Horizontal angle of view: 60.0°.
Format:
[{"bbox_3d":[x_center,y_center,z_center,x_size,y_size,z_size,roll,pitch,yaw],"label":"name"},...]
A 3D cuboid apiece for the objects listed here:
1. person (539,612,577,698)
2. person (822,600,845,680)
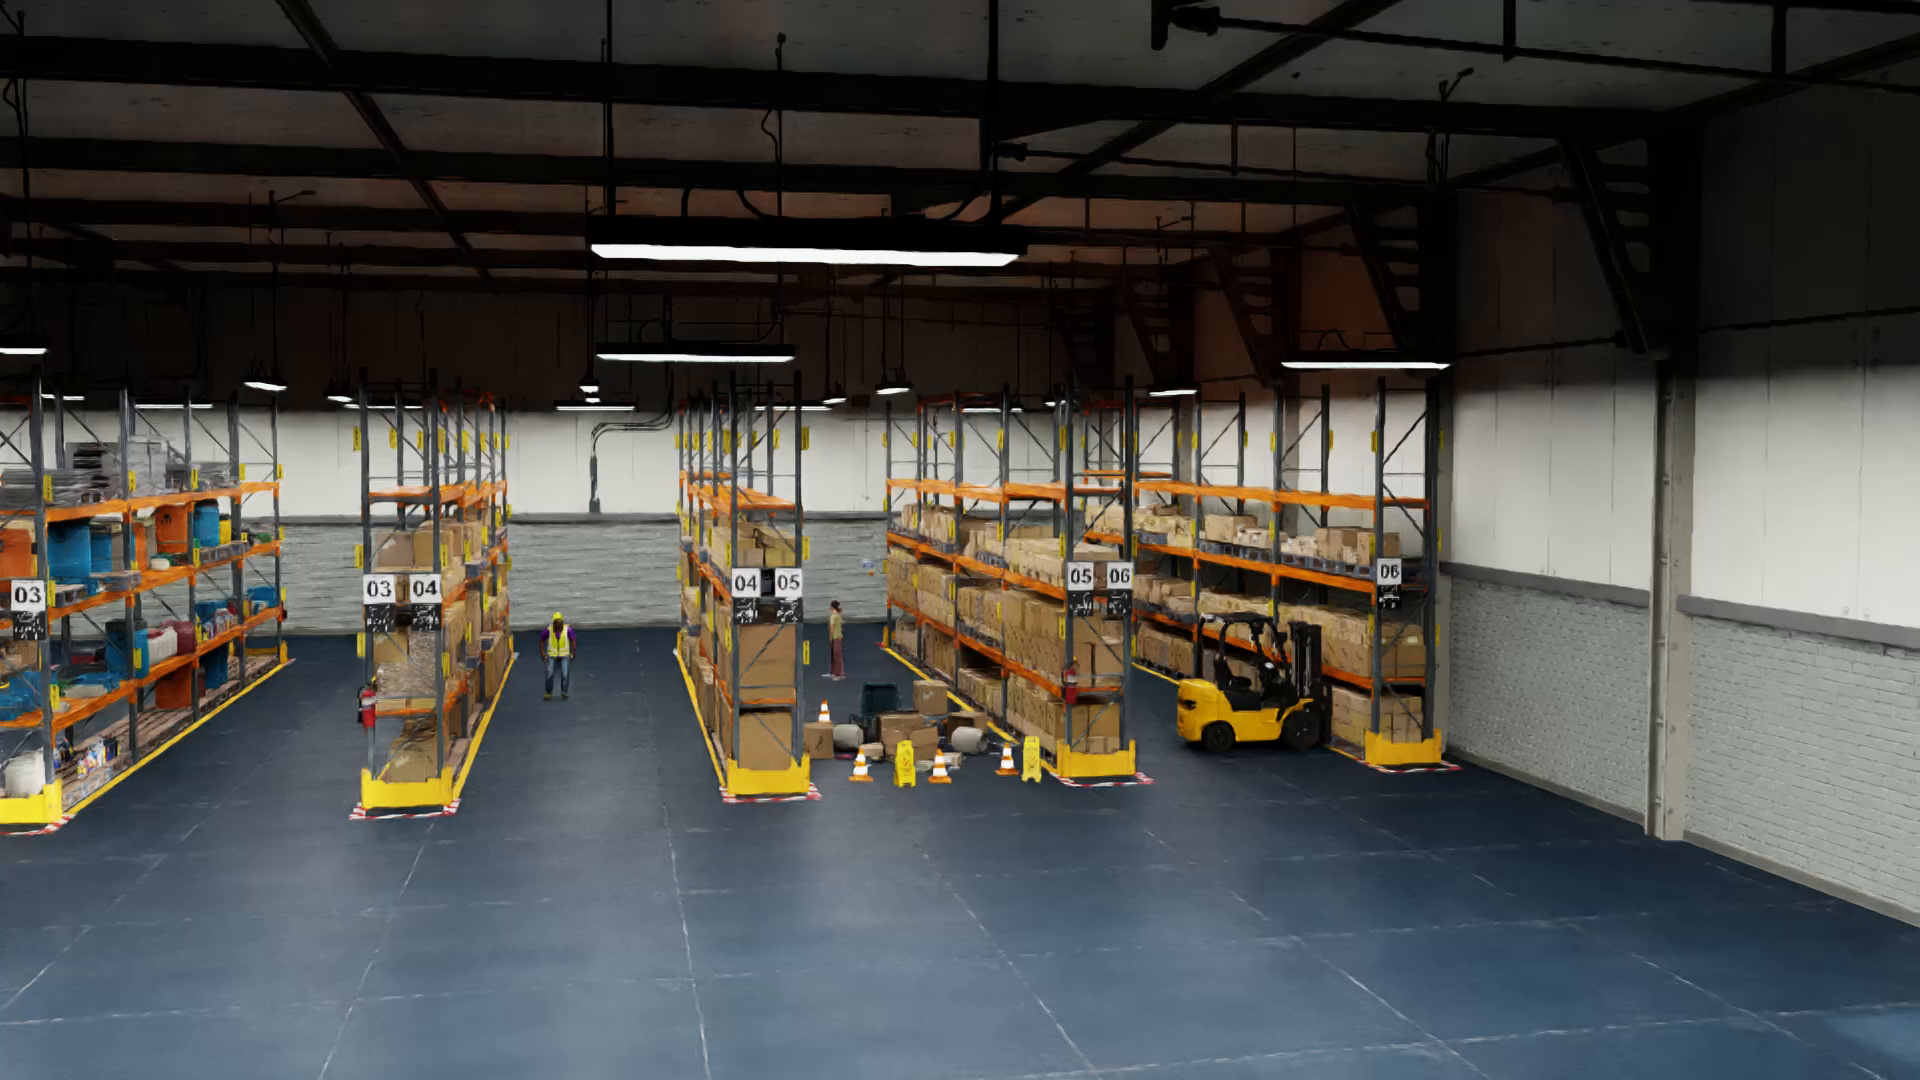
[{"bbox_3d":[-7.795,2.235,32.235,0.719,1.714,0.578,-1,3,-13],"label":"person"},{"bbox_3d":[-2.653,2.077,34.872,0.570,1.666,0.567,1,4,14],"label":"person"}]
